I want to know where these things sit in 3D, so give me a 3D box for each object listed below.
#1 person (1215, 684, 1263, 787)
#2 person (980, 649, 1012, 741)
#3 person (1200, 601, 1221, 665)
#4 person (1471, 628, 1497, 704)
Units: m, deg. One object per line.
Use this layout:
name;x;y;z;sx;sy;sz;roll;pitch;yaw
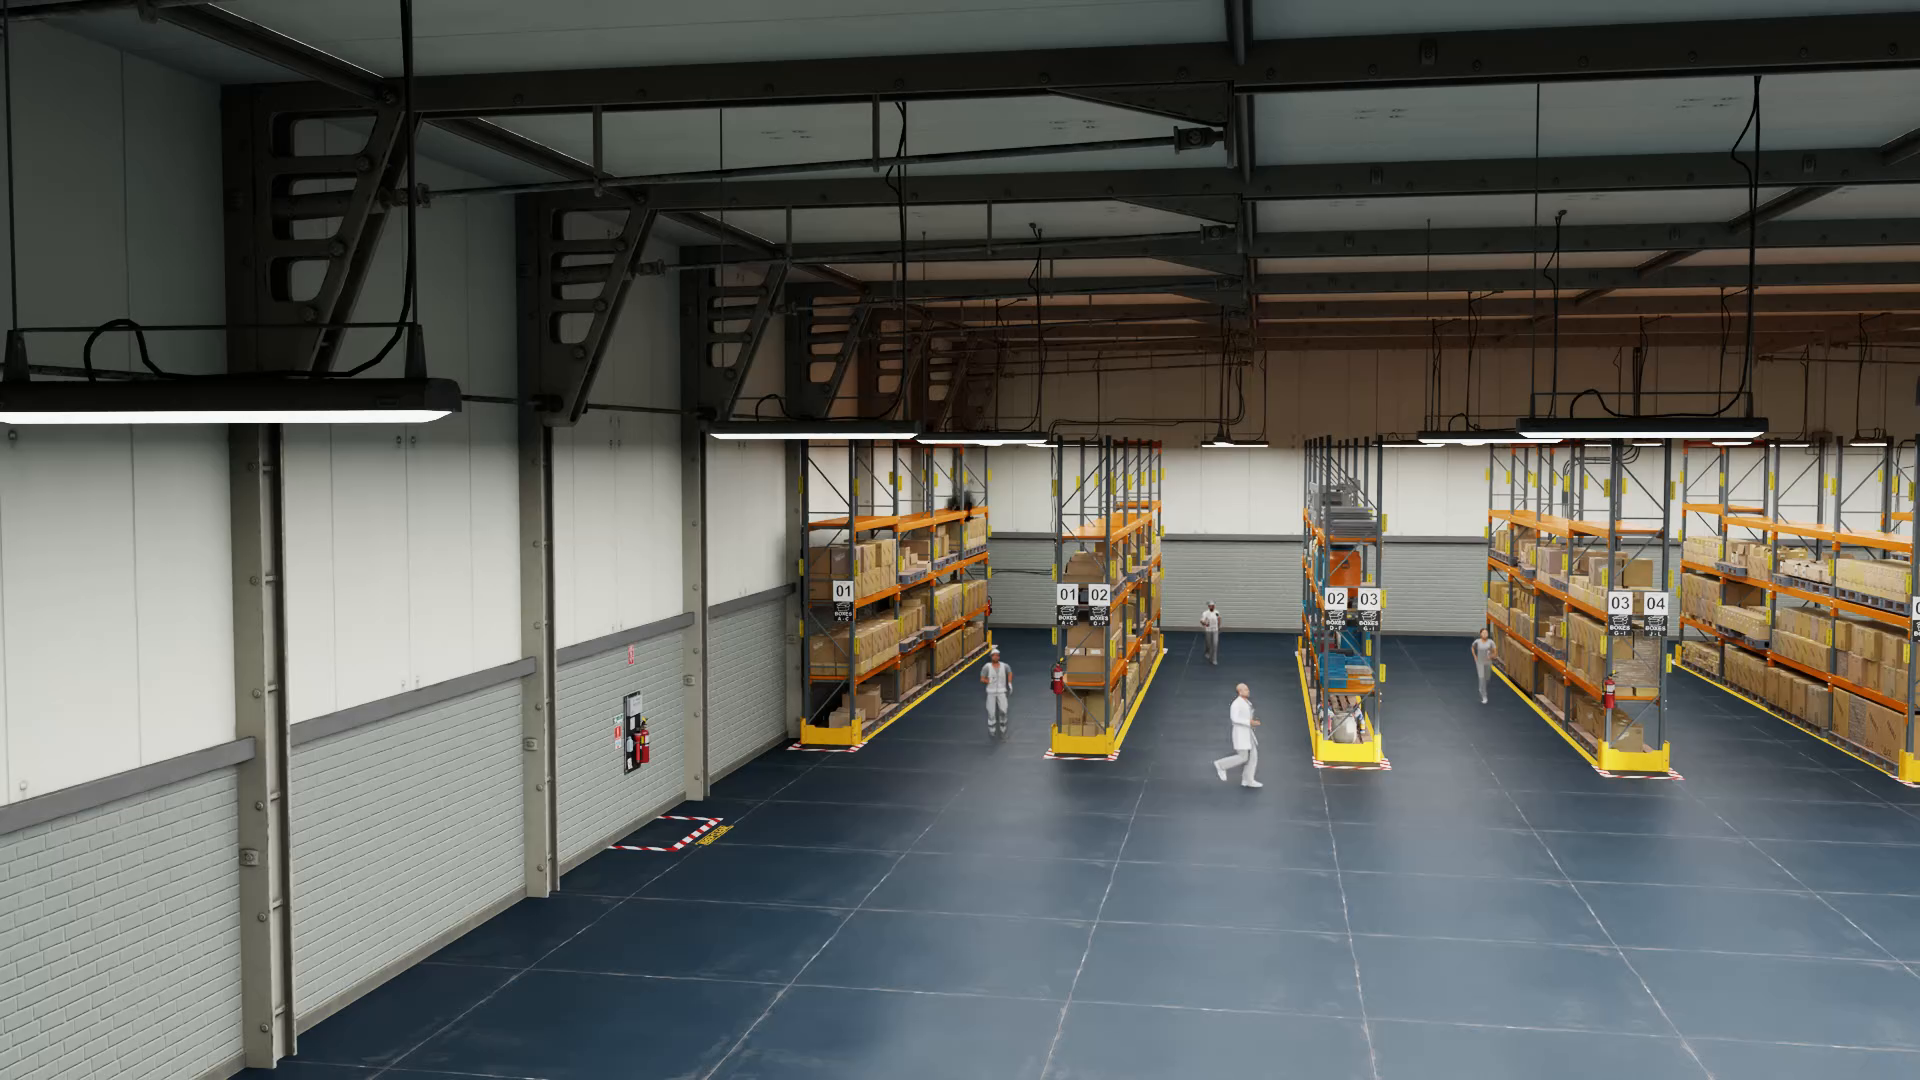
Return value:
person;4.761;3.310;28.298;0.834;1.746;0.718;2;4;29
person;0.727;3.059;32.832;0.652;1.824;0.714;0;3;-3
person;6.733;2.459;44.584;0.585;1.698;0.931;0;3;-1
person;12.000;2.844;38.049;0.536;1.672;1.124;0;3;5
